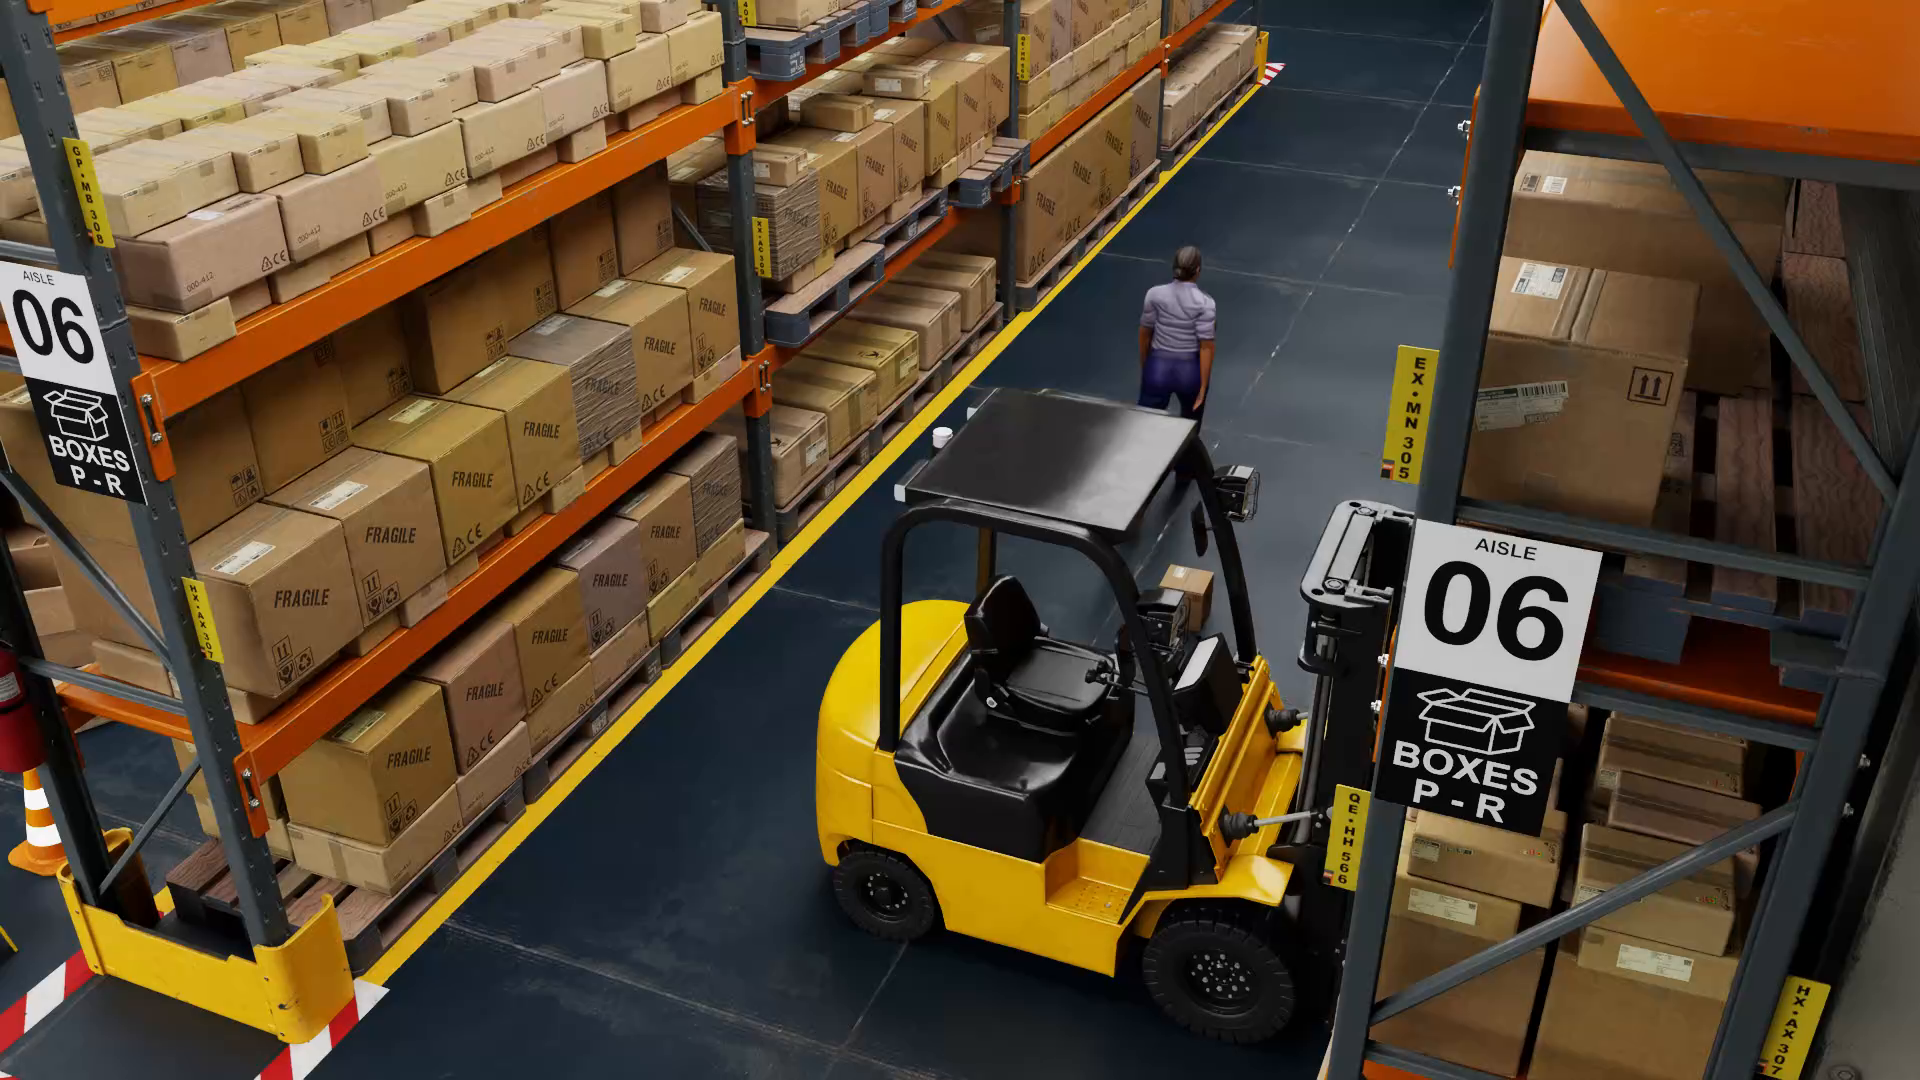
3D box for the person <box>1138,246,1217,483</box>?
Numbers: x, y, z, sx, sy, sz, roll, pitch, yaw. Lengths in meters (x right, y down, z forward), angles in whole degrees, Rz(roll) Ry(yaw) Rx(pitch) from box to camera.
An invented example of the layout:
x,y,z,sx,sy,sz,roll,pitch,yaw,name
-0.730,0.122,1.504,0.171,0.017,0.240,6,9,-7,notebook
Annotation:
x,y,z,sx,sy,sz,roll,pitch,yaw,name
1.299,-0.991,10.127,0.479,1.589,0.899,7,31,13,person
